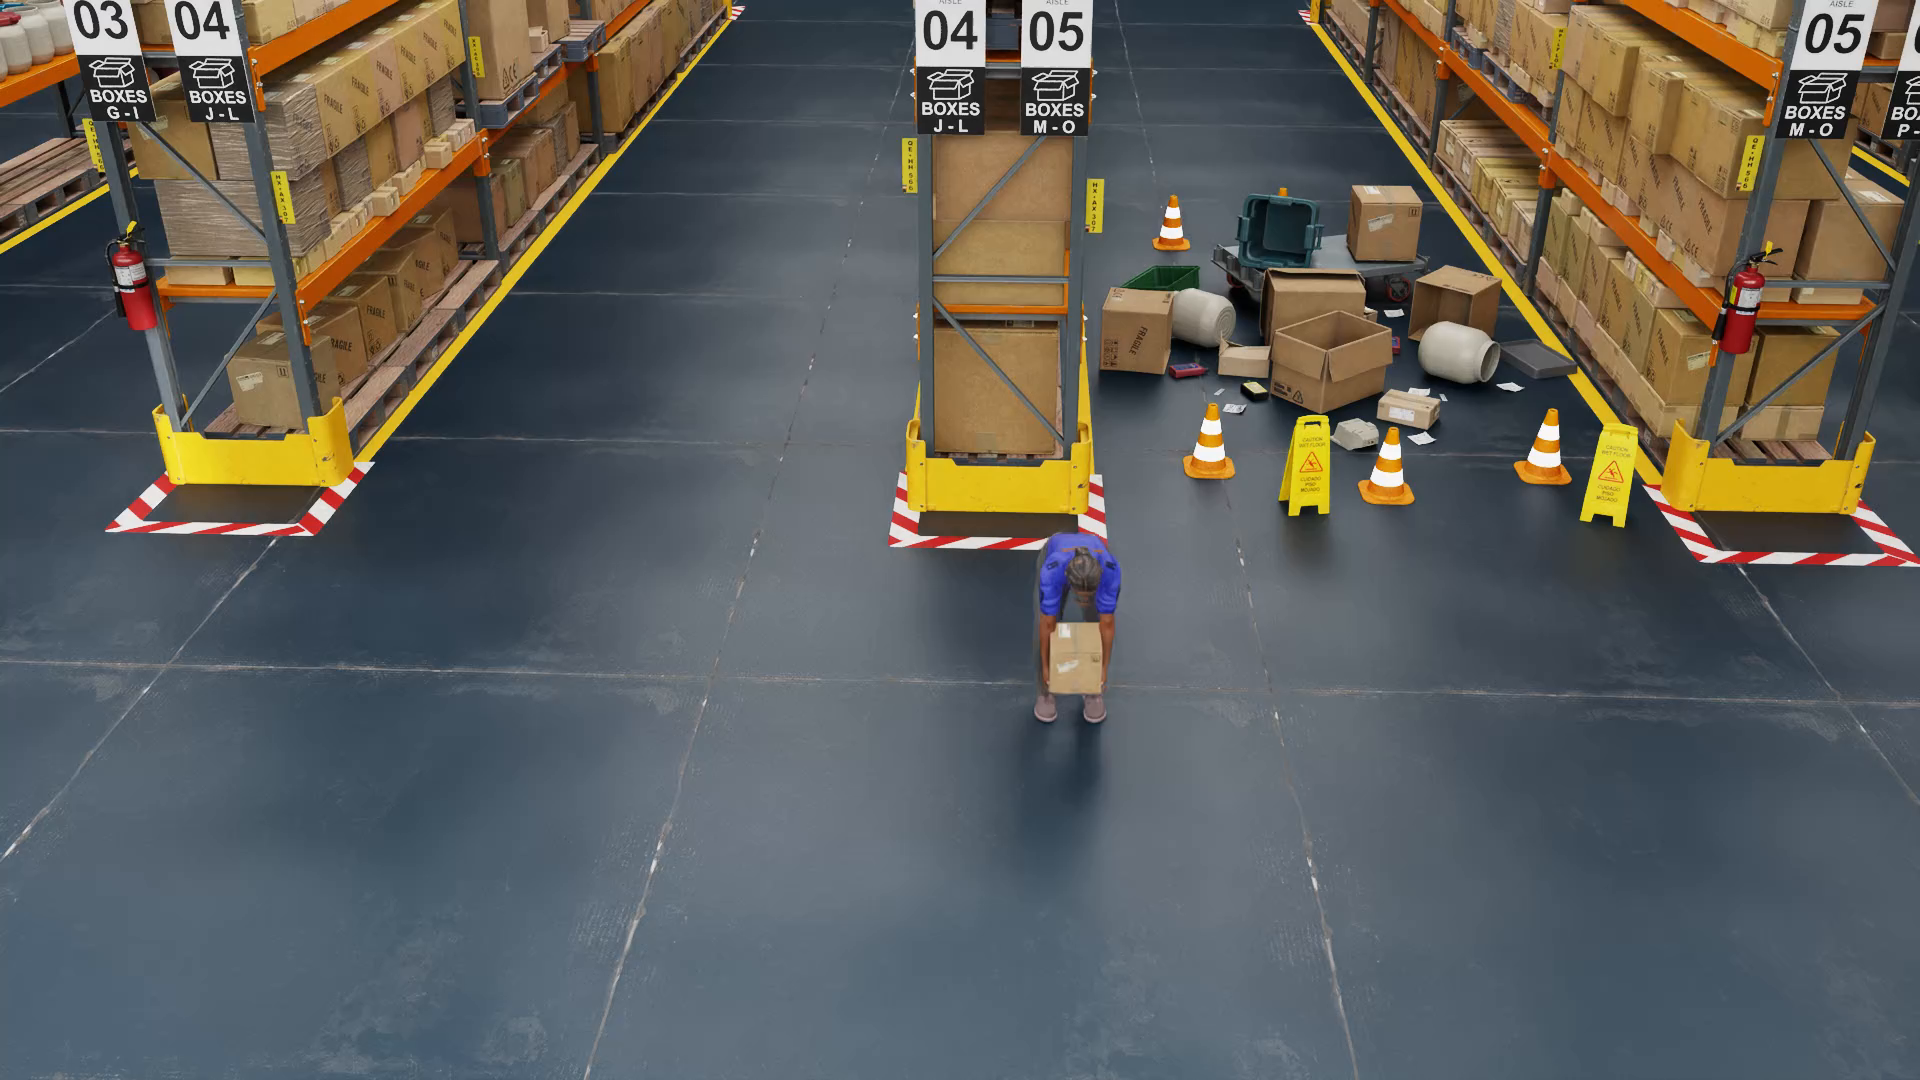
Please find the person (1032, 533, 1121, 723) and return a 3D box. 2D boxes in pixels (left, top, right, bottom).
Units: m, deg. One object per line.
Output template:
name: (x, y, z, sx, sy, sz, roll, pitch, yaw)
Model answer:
person: (0.573, 0.453, 8.273, 0.413, 1.201, 0.844, 0, 28, 0)
